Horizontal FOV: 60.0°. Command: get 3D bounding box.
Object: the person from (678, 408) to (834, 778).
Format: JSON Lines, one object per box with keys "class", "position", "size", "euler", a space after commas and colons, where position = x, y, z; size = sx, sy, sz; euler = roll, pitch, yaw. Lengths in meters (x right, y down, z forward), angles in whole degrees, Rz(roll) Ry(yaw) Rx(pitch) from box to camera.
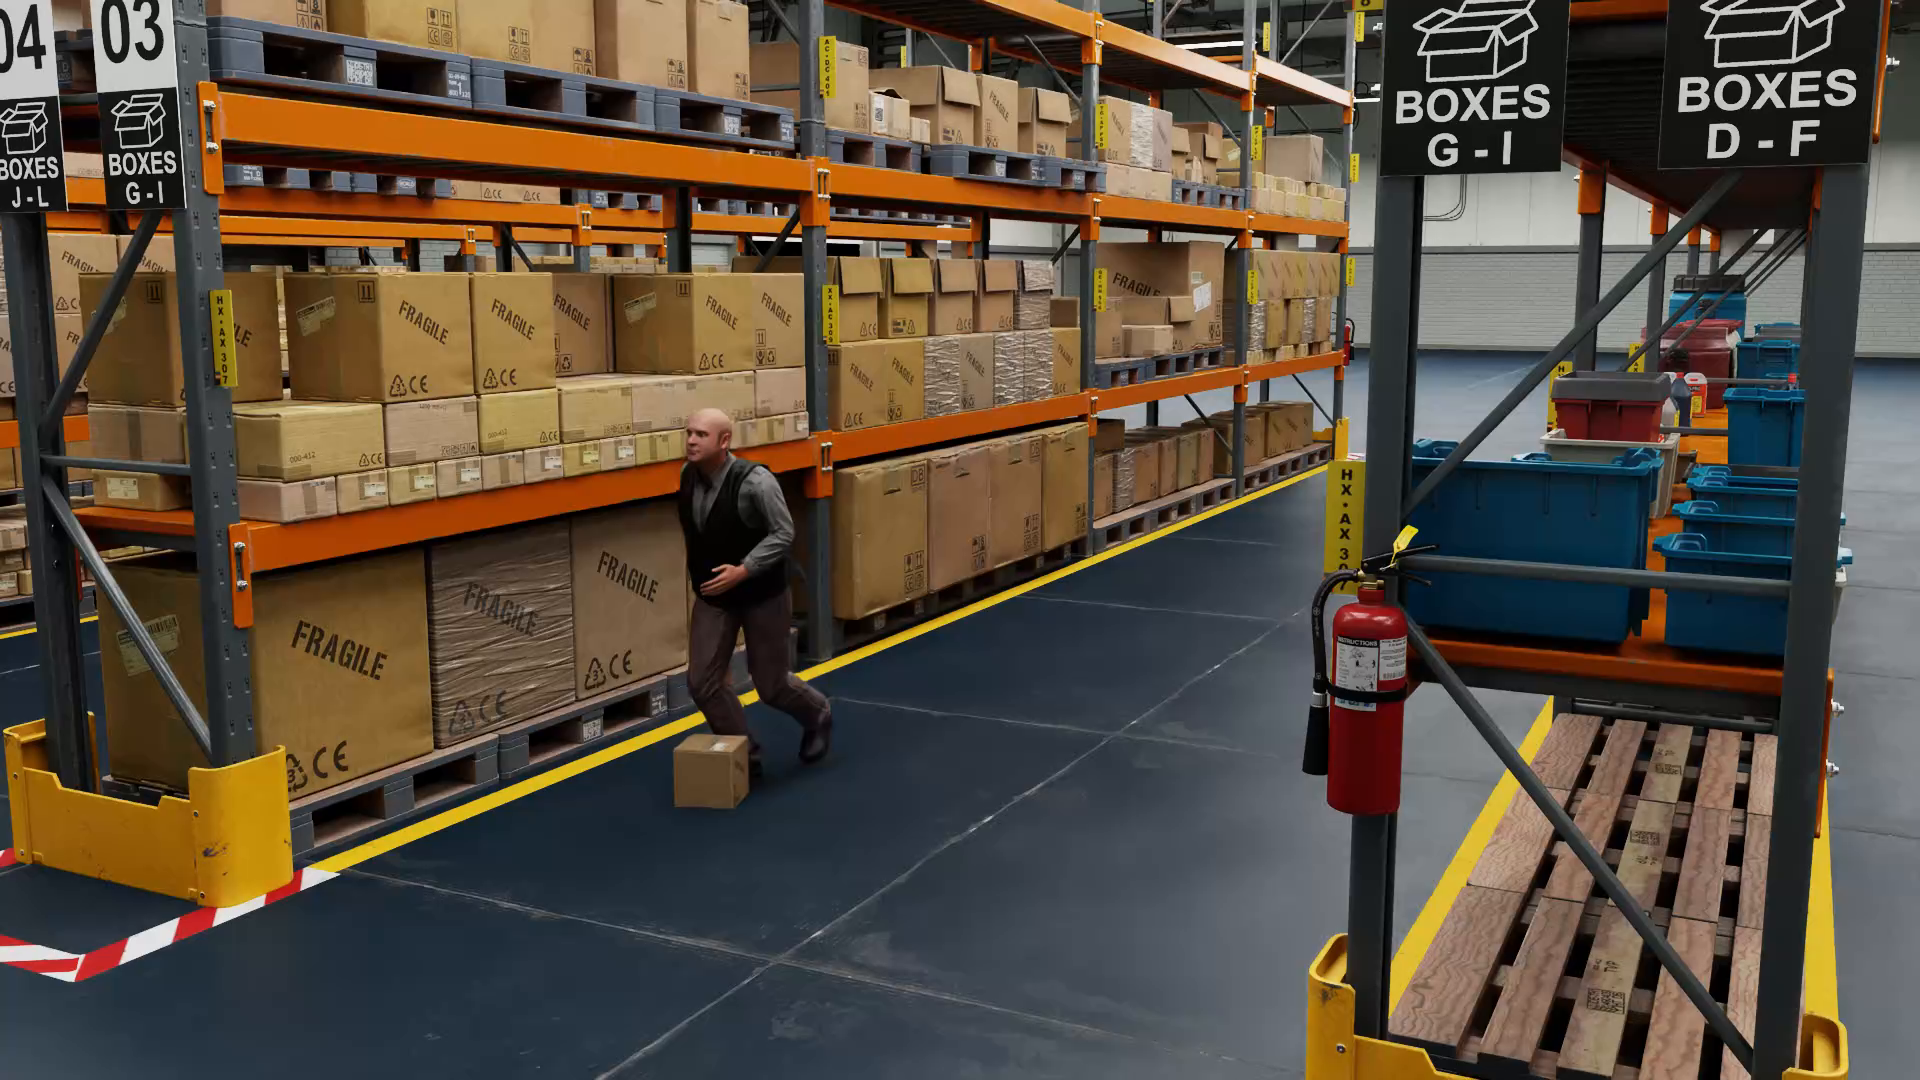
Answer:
{"class": "person", "position": [-0.910, 0.237, 7.189], "size": [0.650, 1.651, 0.872], "euler": [4, 10, 26]}
